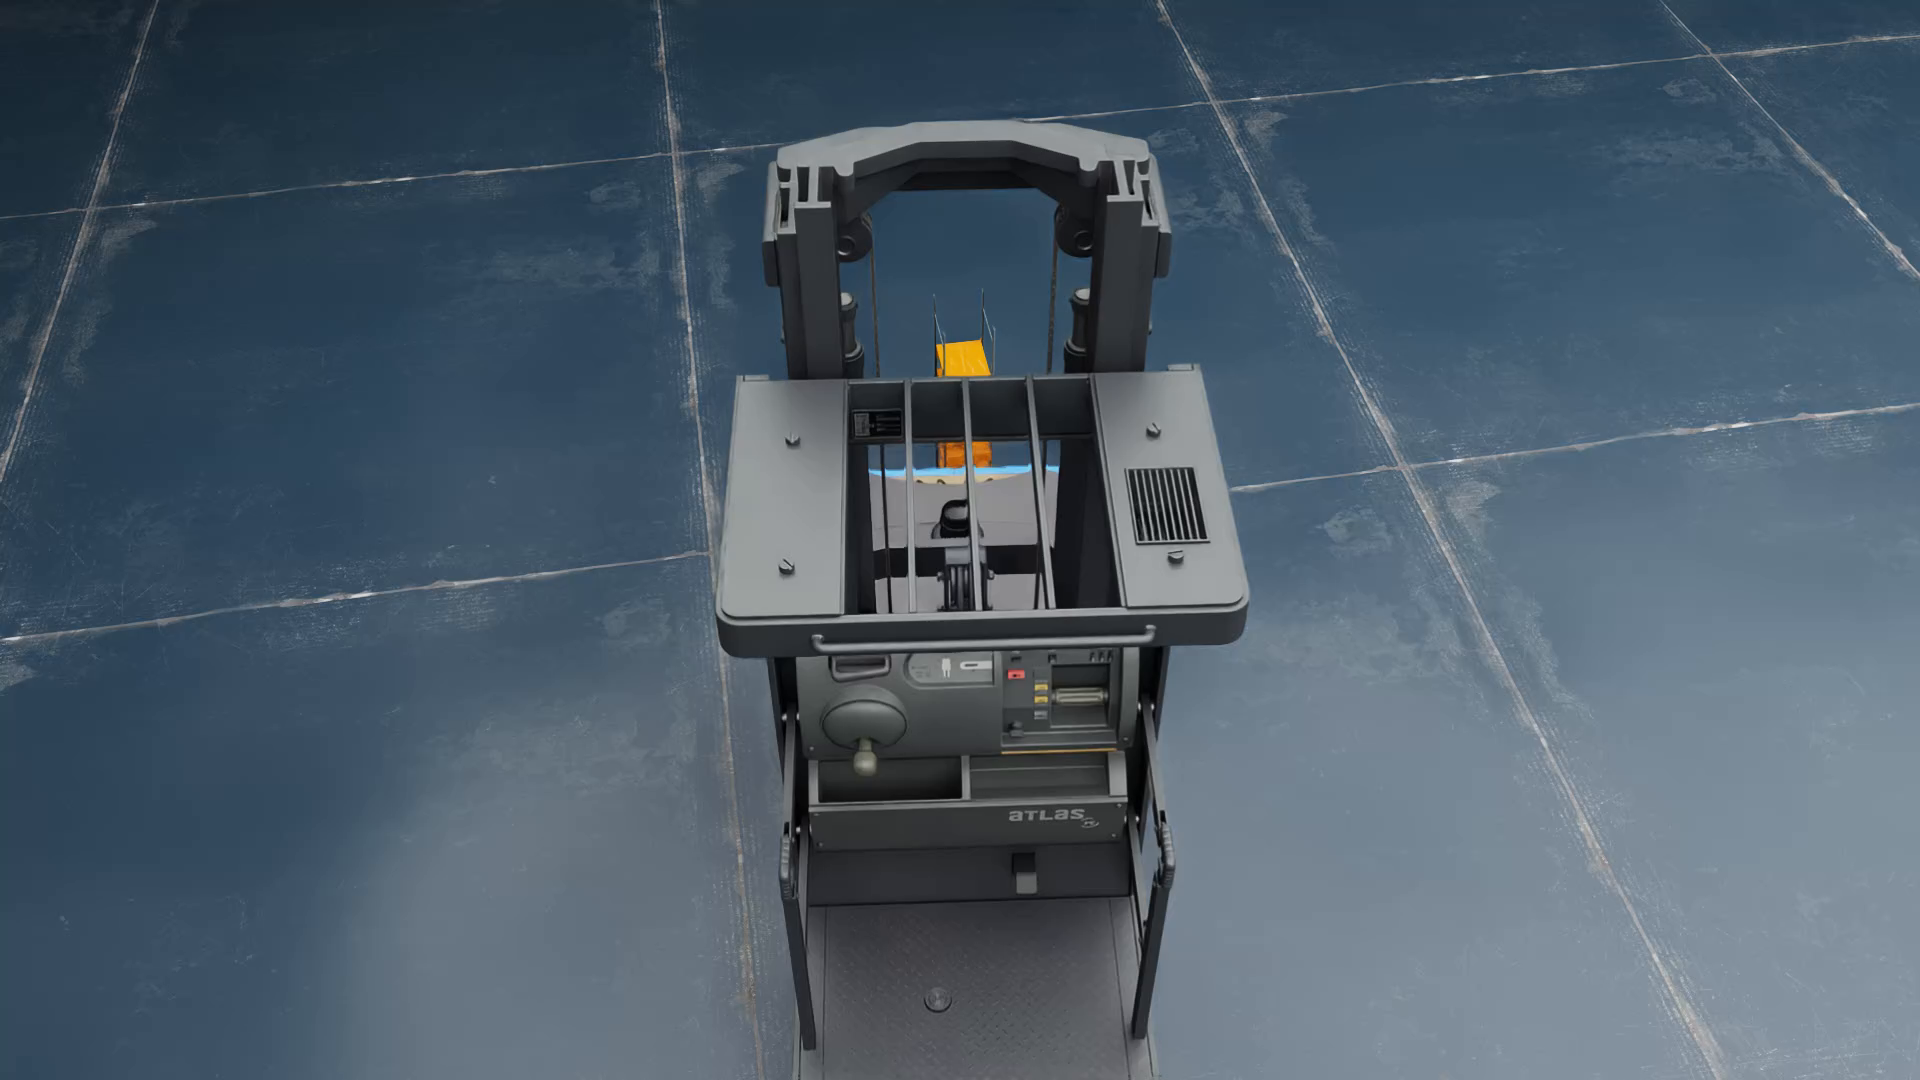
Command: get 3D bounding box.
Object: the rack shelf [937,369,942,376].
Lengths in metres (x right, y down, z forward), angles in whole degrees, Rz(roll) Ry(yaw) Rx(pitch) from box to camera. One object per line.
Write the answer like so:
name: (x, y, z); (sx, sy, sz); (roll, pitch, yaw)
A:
rack shelf: (0.014, -0.554, 6.372); (0.180, 0.103, 0.258); (-7, 46, -7)

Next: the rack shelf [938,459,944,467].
rack shelf: (0.014, -0.221, 6.718); (0.180, 0.103, 0.258); (-7, 46, -7)

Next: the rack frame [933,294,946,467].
rack frame: (-0.076, -0.407, 6.502); (0.006, 1.200, 0.240); (-7, 46, -7)

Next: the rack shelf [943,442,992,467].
rack shelf: (0.014, -0.387, 6.545); (0.180, 0.103, 0.258); (-7, 46, -7)

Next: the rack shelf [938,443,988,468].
rack shelf: (0.014, -0.304, 6.631); (0.180, 0.103, 0.258); (-7, 46, -7)

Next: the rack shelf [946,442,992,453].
rack shelf: (0.014, -0.471, 6.458); (0.180, 0.103, 0.258); (-7, 46, -7)

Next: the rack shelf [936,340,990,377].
rack shelf: (0.014, -0.637, 6.286); (0.180, 0.103, 0.258); (-7, 46, -7)

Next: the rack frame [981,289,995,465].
rack frame: (0.104, -0.429, 6.524); (0.006, 1.200, 0.240); (-7, 46, -7)

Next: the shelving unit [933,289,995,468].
shelving unit: (0.014, -0.418, 6.513); (0.189, 1.200, 0.258); (-7, 46, -7)

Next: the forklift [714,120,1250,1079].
forklift: (0.033, 0.535, 4.392); (1.130, 2.935, 3.031); (-2, 46, -1)
